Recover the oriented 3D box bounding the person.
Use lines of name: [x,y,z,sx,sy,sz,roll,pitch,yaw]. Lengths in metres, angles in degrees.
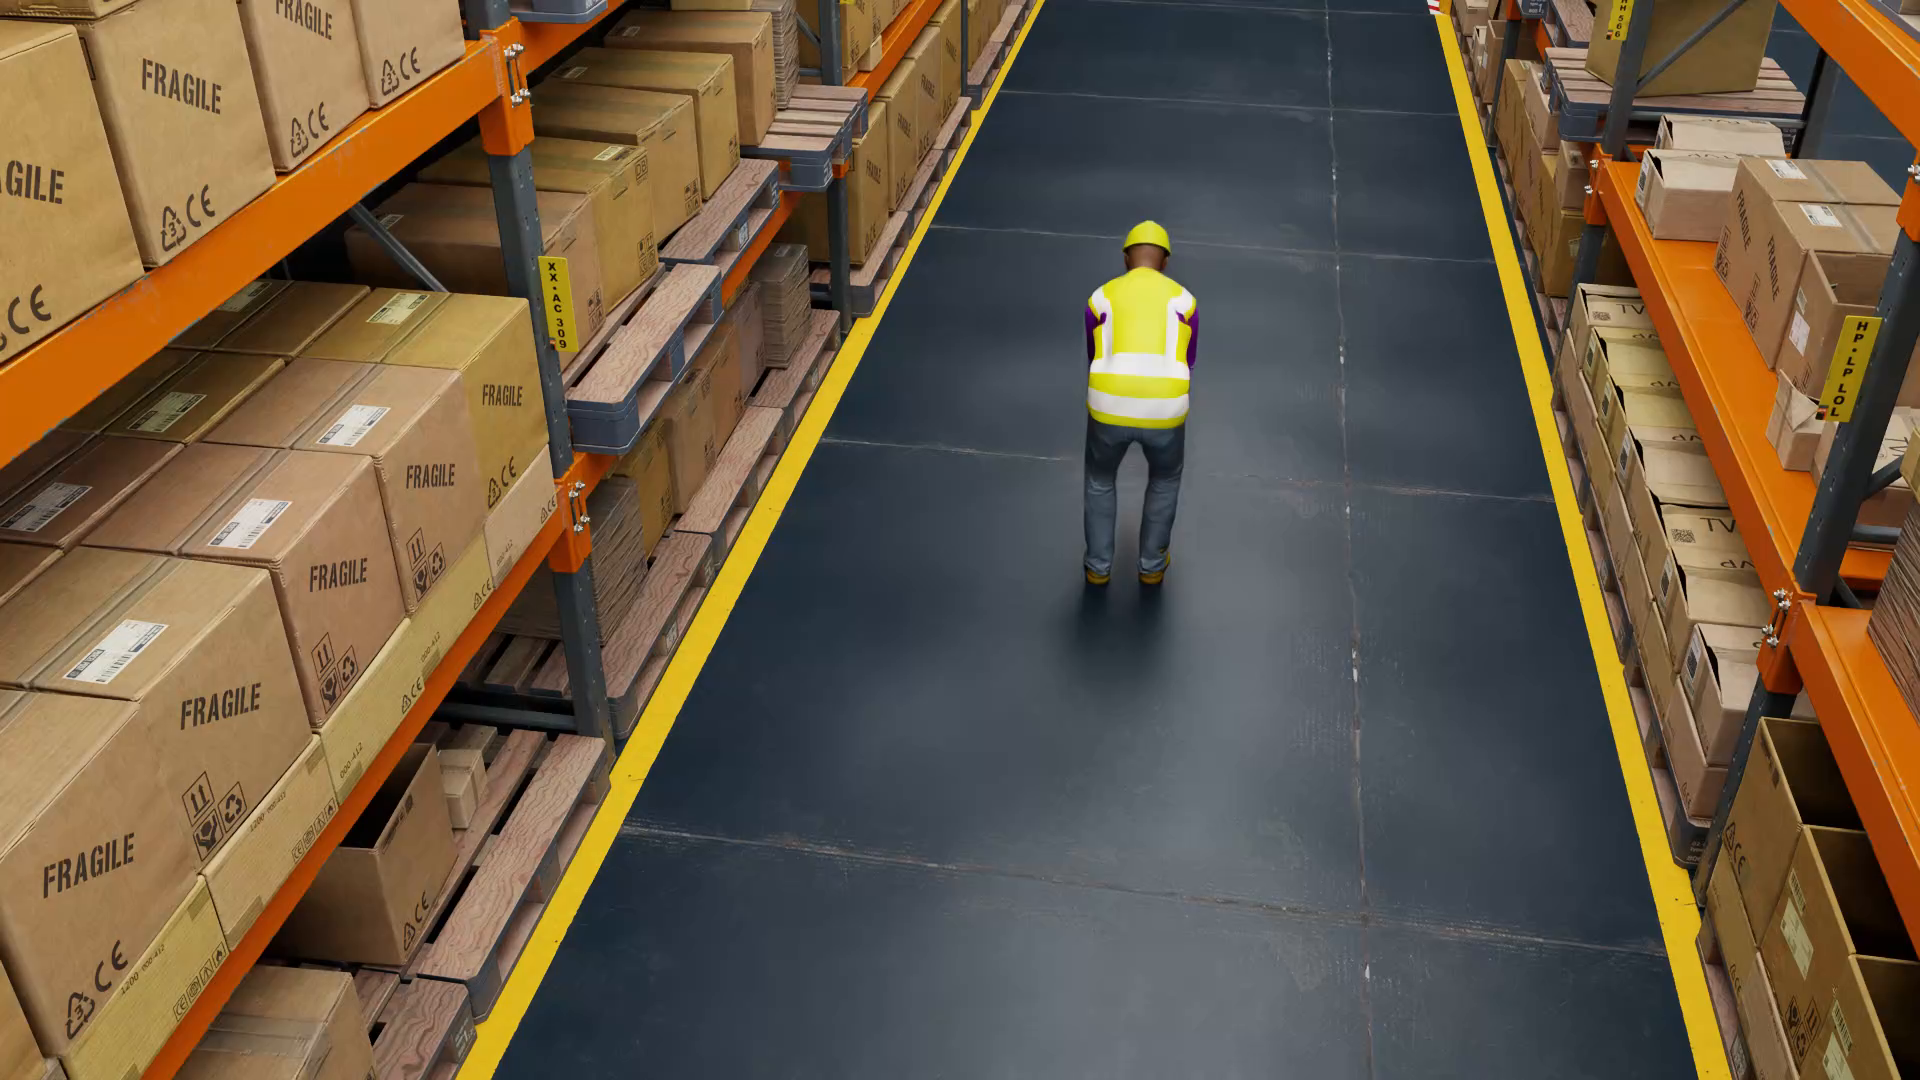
person: [0.771,-0.581,7.287,0.488,1.497,0.832,4,32,7]
